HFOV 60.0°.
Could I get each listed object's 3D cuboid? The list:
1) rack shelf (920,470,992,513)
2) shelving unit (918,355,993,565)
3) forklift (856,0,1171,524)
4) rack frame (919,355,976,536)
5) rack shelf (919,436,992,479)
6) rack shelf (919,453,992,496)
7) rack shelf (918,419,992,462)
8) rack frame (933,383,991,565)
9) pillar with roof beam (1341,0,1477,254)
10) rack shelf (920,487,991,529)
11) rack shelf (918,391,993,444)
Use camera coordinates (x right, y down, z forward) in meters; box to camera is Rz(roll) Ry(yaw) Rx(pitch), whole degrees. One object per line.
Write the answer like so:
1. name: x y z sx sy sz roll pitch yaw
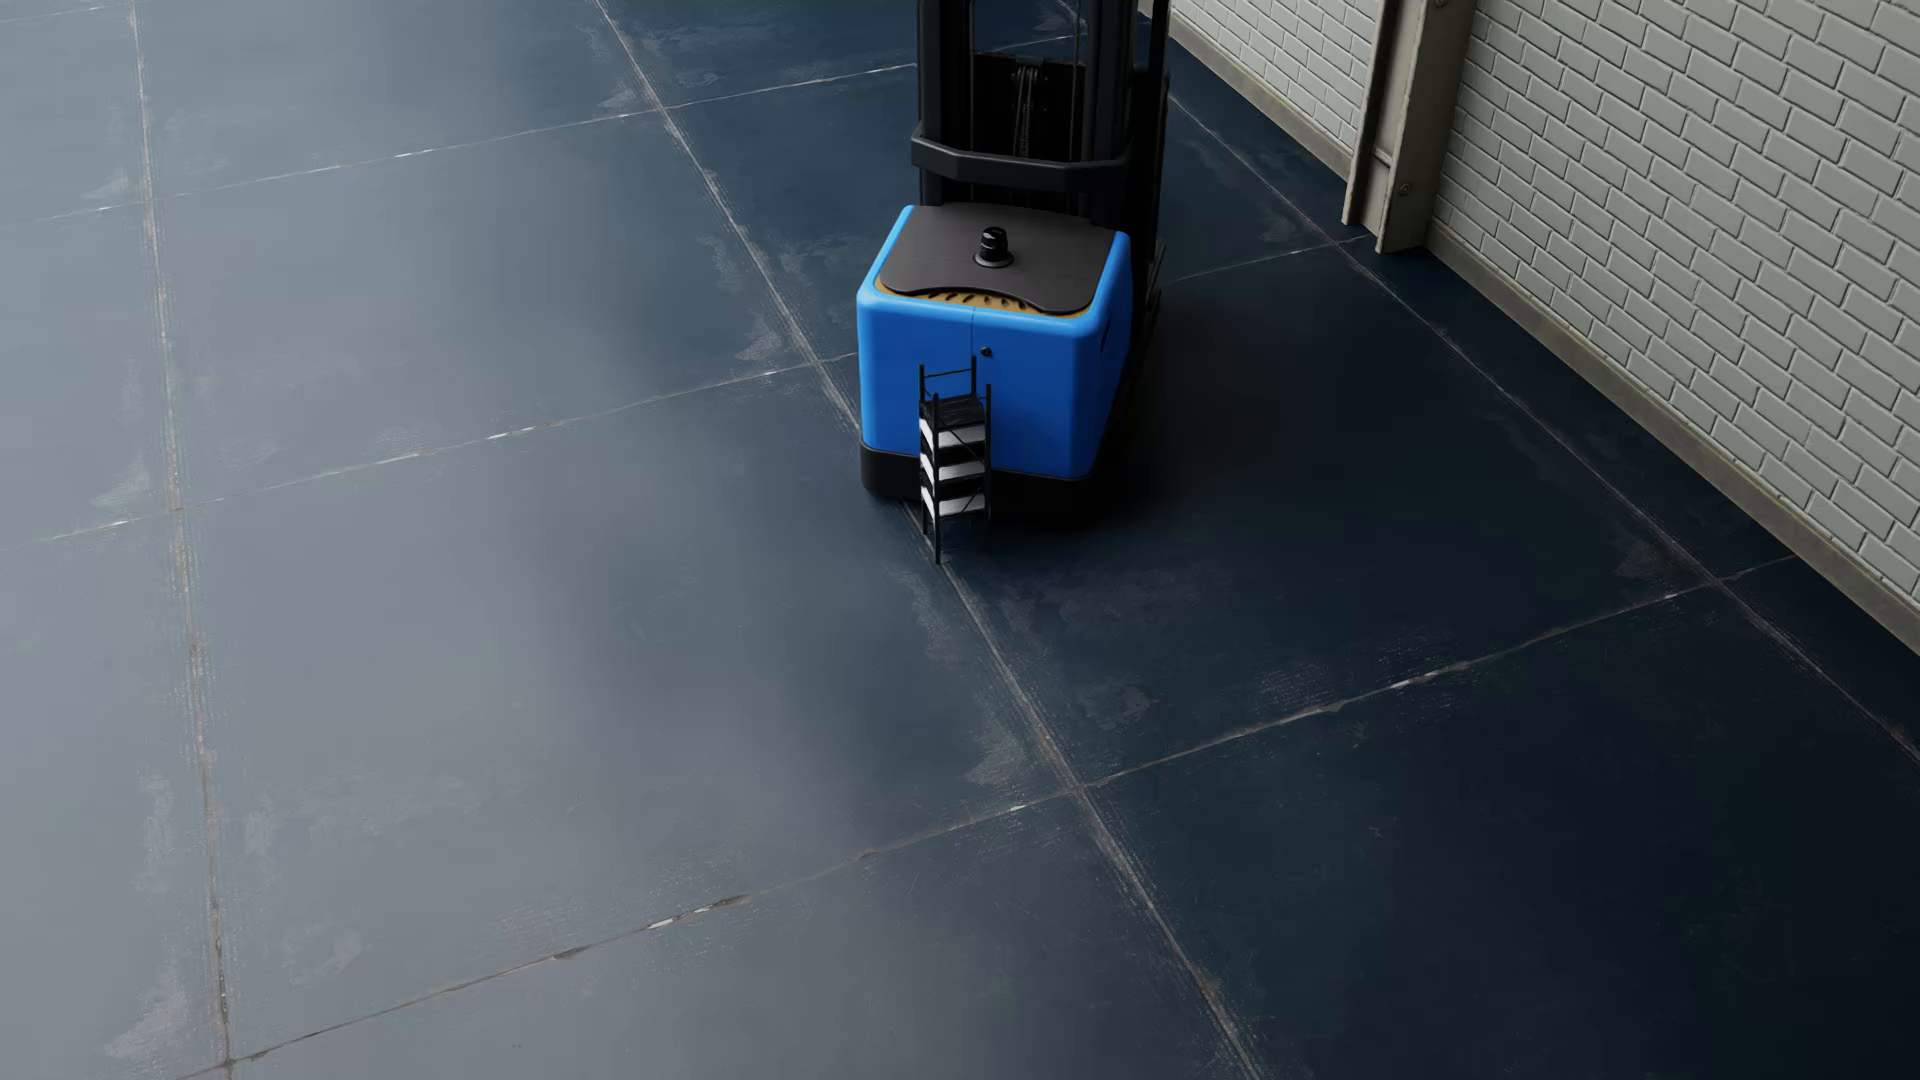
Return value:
1. rack shelf: -0.019 -0.227 7.013 0.258 0.077 0.200 -11 42 -12
2. shelving unit: -0.020 -0.321 6.932 0.258 0.900 0.210 -11 42 -12
3. forklift: 0.410 -2.151 7.504 1.130 2.935 3.031 9 42 11
4. rack frame: -0.049 -0.384 7.006 0.240 0.900 0.006 -11 42 -12
5. rack shelf: -0.020 -0.364 6.895 0.258 0.077 0.200 -11 42 -12
6. rack shelf: -0.020 -0.295 6.954 0.258 0.077 0.200 -11 42 -12
7. rack shelf: -0.020 -0.432 6.836 0.258 0.077 0.200 -11 42 -12
8. rack frame: 0.009 -0.257 6.858 0.240 0.900 0.006 -11 42 -12
9. pillar with roof beam: -1.622 -4.051 5.060 9.100 9.000 0.400 -15 43 -17
10. rack shelf: -0.019 -0.159 7.071 0.258 0.077 0.200 -11 42 -12
11. rack shelf: -0.020 -0.500 6.778 0.258 0.077 0.200 -11 42 -12
